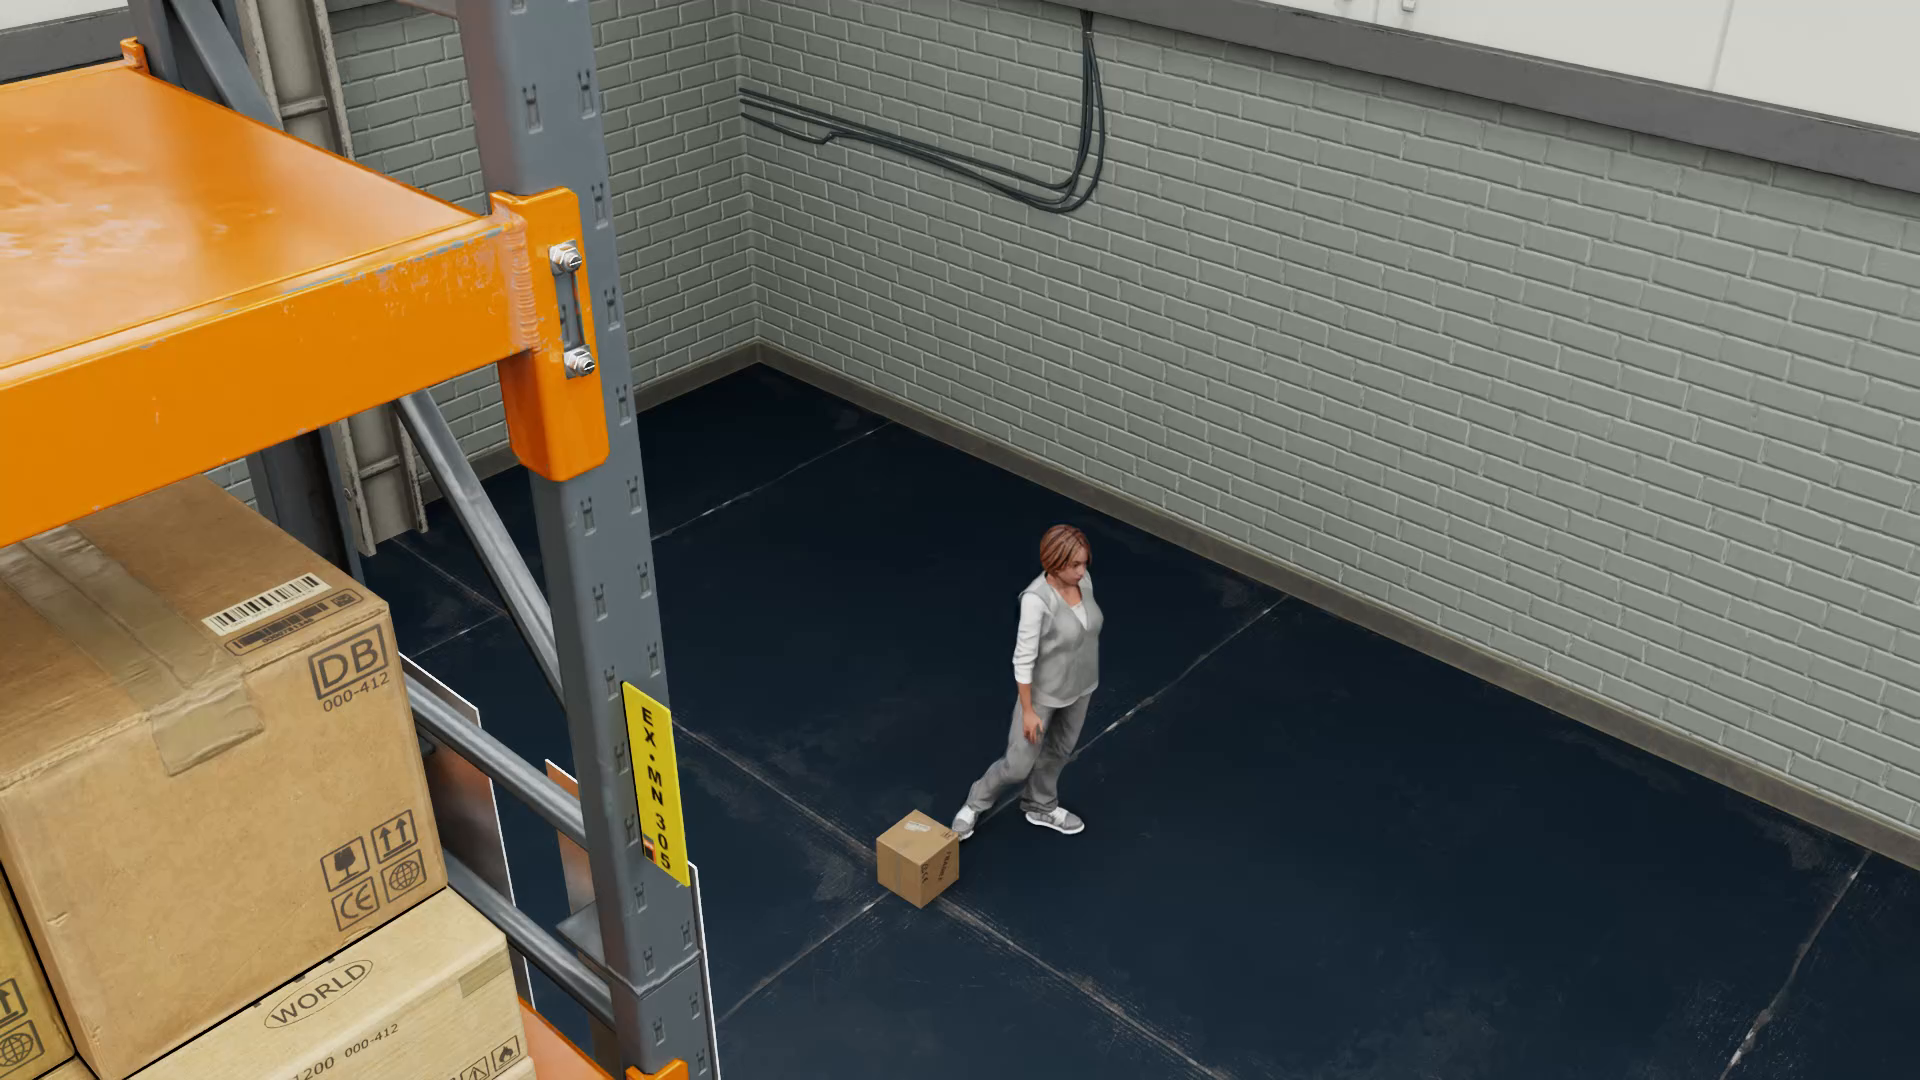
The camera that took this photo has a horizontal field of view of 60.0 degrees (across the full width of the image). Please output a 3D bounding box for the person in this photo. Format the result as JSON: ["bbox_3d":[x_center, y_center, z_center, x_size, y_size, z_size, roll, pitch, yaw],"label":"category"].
[{"bbox_3d":[0.274,0.633,6.959,0.597,1.590,0.474,-26,40,-35],"label":"person"}]
